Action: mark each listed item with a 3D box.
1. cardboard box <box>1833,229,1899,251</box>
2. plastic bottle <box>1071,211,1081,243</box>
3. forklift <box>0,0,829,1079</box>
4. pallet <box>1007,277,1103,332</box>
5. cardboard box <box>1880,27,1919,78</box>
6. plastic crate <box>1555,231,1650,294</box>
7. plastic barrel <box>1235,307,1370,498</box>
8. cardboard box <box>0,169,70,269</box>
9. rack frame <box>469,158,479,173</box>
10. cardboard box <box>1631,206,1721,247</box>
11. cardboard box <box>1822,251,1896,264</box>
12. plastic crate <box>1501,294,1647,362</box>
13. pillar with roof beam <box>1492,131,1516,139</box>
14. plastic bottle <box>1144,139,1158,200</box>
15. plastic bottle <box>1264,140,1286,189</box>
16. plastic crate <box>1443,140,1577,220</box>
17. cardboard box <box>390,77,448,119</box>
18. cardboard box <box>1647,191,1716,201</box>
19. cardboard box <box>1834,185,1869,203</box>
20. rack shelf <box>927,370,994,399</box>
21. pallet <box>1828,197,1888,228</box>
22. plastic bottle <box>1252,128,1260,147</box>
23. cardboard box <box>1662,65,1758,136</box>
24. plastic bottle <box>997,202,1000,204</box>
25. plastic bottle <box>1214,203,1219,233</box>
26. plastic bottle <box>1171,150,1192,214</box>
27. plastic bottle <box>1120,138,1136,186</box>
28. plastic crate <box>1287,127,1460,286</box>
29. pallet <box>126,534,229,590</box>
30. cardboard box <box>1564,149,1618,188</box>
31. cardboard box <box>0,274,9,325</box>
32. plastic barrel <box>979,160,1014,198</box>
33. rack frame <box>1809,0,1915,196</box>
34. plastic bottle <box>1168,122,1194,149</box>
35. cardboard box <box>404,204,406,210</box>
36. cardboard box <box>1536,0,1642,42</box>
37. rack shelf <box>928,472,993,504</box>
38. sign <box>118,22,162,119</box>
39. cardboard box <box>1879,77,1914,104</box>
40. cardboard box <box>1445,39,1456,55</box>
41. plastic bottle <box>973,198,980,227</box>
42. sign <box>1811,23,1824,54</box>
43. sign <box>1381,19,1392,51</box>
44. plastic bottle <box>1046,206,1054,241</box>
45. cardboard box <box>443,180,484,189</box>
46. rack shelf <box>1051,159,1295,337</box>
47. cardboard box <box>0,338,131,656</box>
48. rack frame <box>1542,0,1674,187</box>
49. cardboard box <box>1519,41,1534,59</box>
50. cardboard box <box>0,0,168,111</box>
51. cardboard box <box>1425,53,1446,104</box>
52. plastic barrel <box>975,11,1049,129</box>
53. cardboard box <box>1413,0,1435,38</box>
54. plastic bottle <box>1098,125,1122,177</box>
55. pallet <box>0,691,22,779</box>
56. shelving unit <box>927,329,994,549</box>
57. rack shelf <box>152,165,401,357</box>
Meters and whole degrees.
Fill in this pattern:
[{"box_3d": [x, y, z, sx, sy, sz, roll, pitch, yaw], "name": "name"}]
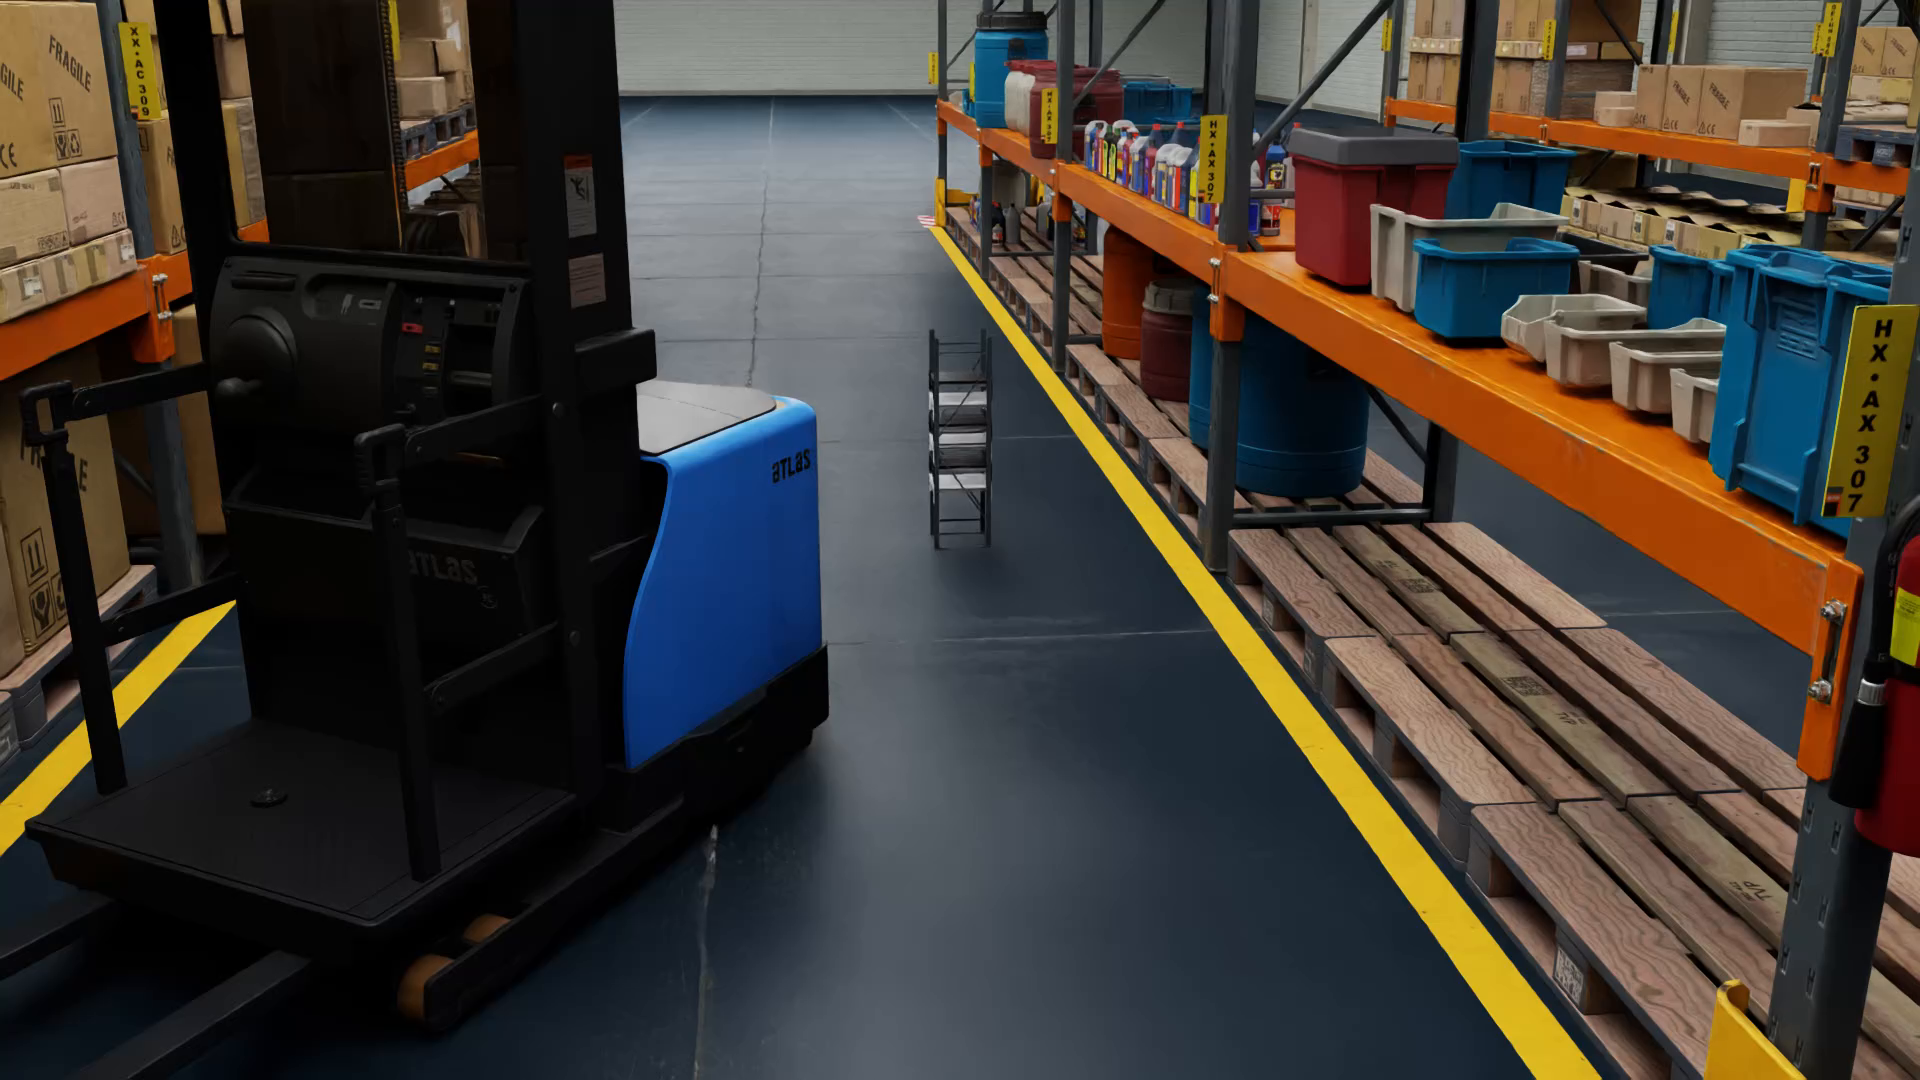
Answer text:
[{"box_3d": [6.257, -1.992, 11.467, 0.500, 0.311, 0.500, -1, 17, -4], "name": "cardboard box"}, {"box_3d": [1.021, -2.825, 14.980, 0.152, 0.276, 0.135, -1, 17, -4], "name": "plastic bottle"}, {"box_3d": [-1.499, -0.455, 3.734, 1.130, 2.935, 3.031, 8, 19, 24], "name": "forklift"}, {"box_3d": [0.927, -1.783, 12.504, 1.003, 0.211, 1.213, -2, 18, -6], "name": "pallet"}, {"box_3d": [9.959, -5.051, 17.222, 0.500, 0.500, 0.500, -2, 18, -7], "name": "cardboard box"}, {"box_3d": [1.886, -0.899, 5.392, 0.437, 0.125, 0.590, -2, 18, -6], "name": "plastic crate"}, {"box_3d": [1.465, -0.689, 7.165, 0.600, 0.901, 0.708, -2, 18, -6], "name": "plastic barrel"}, {"box_3d": [-3.060, -0.967, 5.002, 0.500, 0.250, 0.500, -1, 17, -4], "name": "cardboard box"}, {"box_3d": [-4.661, -4.749, 17.296, 1.000, 3.000, 0.127, -2, 18, -6], "name": "rack frame"}, {"box_3d": [5.561, -2.430, 12.861, 0.500, 0.311, 0.500, -1, 17, -4], "name": "cardboard box"}, {"box_3d": [5.781, -1.543, 10.524, 0.500, 0.500, 0.500, -1, 17, -3], "name": "cardboard box"}, {"box_3d": [1.534, -0.532, 4.204, 0.298, 0.136, 0.250, -2, 18, -6], "name": "plastic crate"}, {"box_3d": [5.533, -11.331, 28.245, 9.100, 9.000, 0.400, -2, 18, -6], "name": "pillar with roof beam"}, {"box_3d": [0.945, -1.814, 8.144, 0.061, 0.283, 0.133, -2, 18, -6], "name": "plastic bottle"}, {"box_3d": [1.567, -1.849, 8.274, 0.097, 0.271, 0.097, 0, 17, 0], "name": "plastic bottle"}, {"box_3d": [1.891, -1.219, 5.980, 0.392, 0.384, 0.575, -2, 18, -6], "name": "plastic crate"}, {"box_3d": [-3.780, -3.001, 11.277, 0.500, 0.250, 0.500, -2, 18, -7], "name": "cardboard box"}, {"box_3d": [5.993, -2.752, 13.887, 0.500, 0.311, 0.500, -1, 17, -4], "name": "cardboard box"}, {"box_3d": [10.102, -3.926, 18.430, 0.500, 0.311, 0.500, -4, 18, -12], "name": "cardboard box"}, {"box_3d": [0.001, -0.653, 6.964, 0.258, 0.077, 0.200, -2, 18, -6], "name": "rack shelf"}, {"box_3d": [10.177, -3.612, 18.330, 1.003, 0.211, 1.213, -2, 18, -6], "name": "pallet"}, {"box_3d": [1.615, -2.130, 9.169, 0.097, 0.271, 0.097, 0, 17, 0], "name": "plastic bottle"}, {"box_3d": [5.775, -3.375, 12.751, 0.500, 0.500, 0.500, -2, 18, -6], "name": "cardboard box"}, {"box_3d": [0.365, -3.013, 15.566, 0.061, 0.283, 0.133, -2, 18, -6], "name": "plastic bottle"}, {"box_3d": [1.102, -1.373, 6.875, 0.097, 0.201, 0.097, 0, 17, 0], "name": "plastic bottle"}, {"box_3d": [1.052, -1.634, 7.582, 0.152, 0.276, 0.135, -2, 18, -6], "name": "plastic bottle"}, {"box_3d": [0.894, -2.008, 8.779, 0.097, 0.271, 0.097, 0, 17, 0], "name": "plastic bottle"}, {"box_3d": [1.346, -1.112, 5.505, 0.402, 0.464, 0.583, -2, 18, -6], "name": "plastic crate"}, {"box_3d": [-3.577, -0.071, 7.051, 1.003, 0.211, 1.213, -2, 18, -6], "name": "pallet"}, {"box_3d": [5.810, -3.405, 15.653, 0.500, 0.500, 0.500, -2, 18, -6], "name": "cardboard box"}, {"box_3d": [-2.959, -0.667, 4.712, 0.380, 0.149, 0.250, -1, 17, -5], "name": "cardboard box"}, {"box_3d": [0.410, -3.722, 17.476, 0.421, 0.512, 0.421, 0, 17, 0], "name": "plastic barrel"}, {"box_3d": [10.120, -5.208, 18.759, 1.000, 3.000, 0.127, -2, 18, -6], "name": "rack frame"}, {"box_3d": [1.107, -1.940, 8.431, 0.144, 0.351, 0.185, -2, 18, -6], "name": "plastic bottle"}, {"box_3d": [-3.999, -2.097, 11.036, 0.500, 0.250, 0.500, 0, 17, 1], "name": "cardboard box"}, {"box_3d": [5.554, -4.661, 14.683, 0.700, 0.500, 0.500, -2, 18, -5], "name": "cardboard box"}, {"box_3d": [0.001, -0.223, 7.098, 0.258, 0.077, 0.200, -2, 18, -6], "name": "rack shelf"}, {"box_3d": [-2.871, -1.642, 5.823, 0.100, 0.325, 0.005, -2, 18, -6], "name": "sign"}, {"box_3d": [9.969, -4.685, 17.308, 0.500, 0.250, 0.500, -2, 18, -7], "name": "cardboard box"}, {"box_3d": [5.128, -4.980, 16.782, 0.380, 0.149, 0.250, -2, 18, -7], "name": "cardboard box"}, {"box_3d": [0.178, -3.158, 16.050, 0.097, 0.271, 0.097, 0, 17, 0], "name": "plastic bottle"}, {"box_3d": [9.580, -5.604, 18.575, 0.100, 0.325, 0.005, -2, 18, -6], "name": "sign"}, {"box_3d": [4.641, -5.489, 18.077, 0.100, 0.325, 0.005, -2, 18, -6], "name": "sign"}, {"box_3d": [0.865, -2.905, 15.111, 0.144, 0.351, 0.185, -2, 18, -6], "name": "plastic bottle"}, {"box_3d": [-4.458, -3.038, 15.320, 0.500, 0.500, 0.500, -3, 18, -11], "name": "cardboard box"}, {"box_3d": [1.297, -1.580, 8.402, 1.077, 0.370, 4.000, -2, 18, -6], "name": "rack shelf"}, {"box_3d": [-3.434, -0.161, 5.530, 0.875, 0.875, 0.875, -2, 18, -6], "name": "cardboard box"}, {"box_3d": [5.606, -3.862, 14.472, 1.000, 3.000, 0.127, -2, 18, -6], "name": "rack frame"}, {"box_3d": [5.312, -4.446, 15.080, 0.380, 0.149, 0.250, -2, 18, -7], "name": "cardboard box"}, {"box_3d": [-3.497, -1.890, 6.348, 0.797, 0.503, 0.637, -2, 18, -7], "name": "cardboard box"}, {"box_3d": [5.288, -4.806, 17.310, 0.700, 0.500, 0.500, -1, 17, -4], "name": "cardboard box"}, {"box_3d": [0.417, -3.825, 13.516, 0.600, 0.901, 0.708, -2, 18, -6], "name": "plastic barrel"}, {"box_3d": [5.234, -5.565, 17.564, 0.700, 0.500, 0.500, -2, 18, -5], "name": "cardboard box"}, {"box_3d": [0.862, -2.183, 9.329, 0.152, 0.276, 0.135, -2, 18, -6], "name": "plastic bottle"}, {"box_3d": [-3.293, 0.750, 4.436, 1.003, 0.211, 1.213, -2, 18, -6], "name": "pallet"}, {"box_3d": [0.001, -0.427, 7.035, 0.258, 0.900, 0.210, -2, 18, -6], "name": "shelving unit"}, {"box_3d": [-3.629, -1.427, 7.914, 1.077, 0.370, 4.000, -2, 18, -6], "name": "rack shelf"}]
